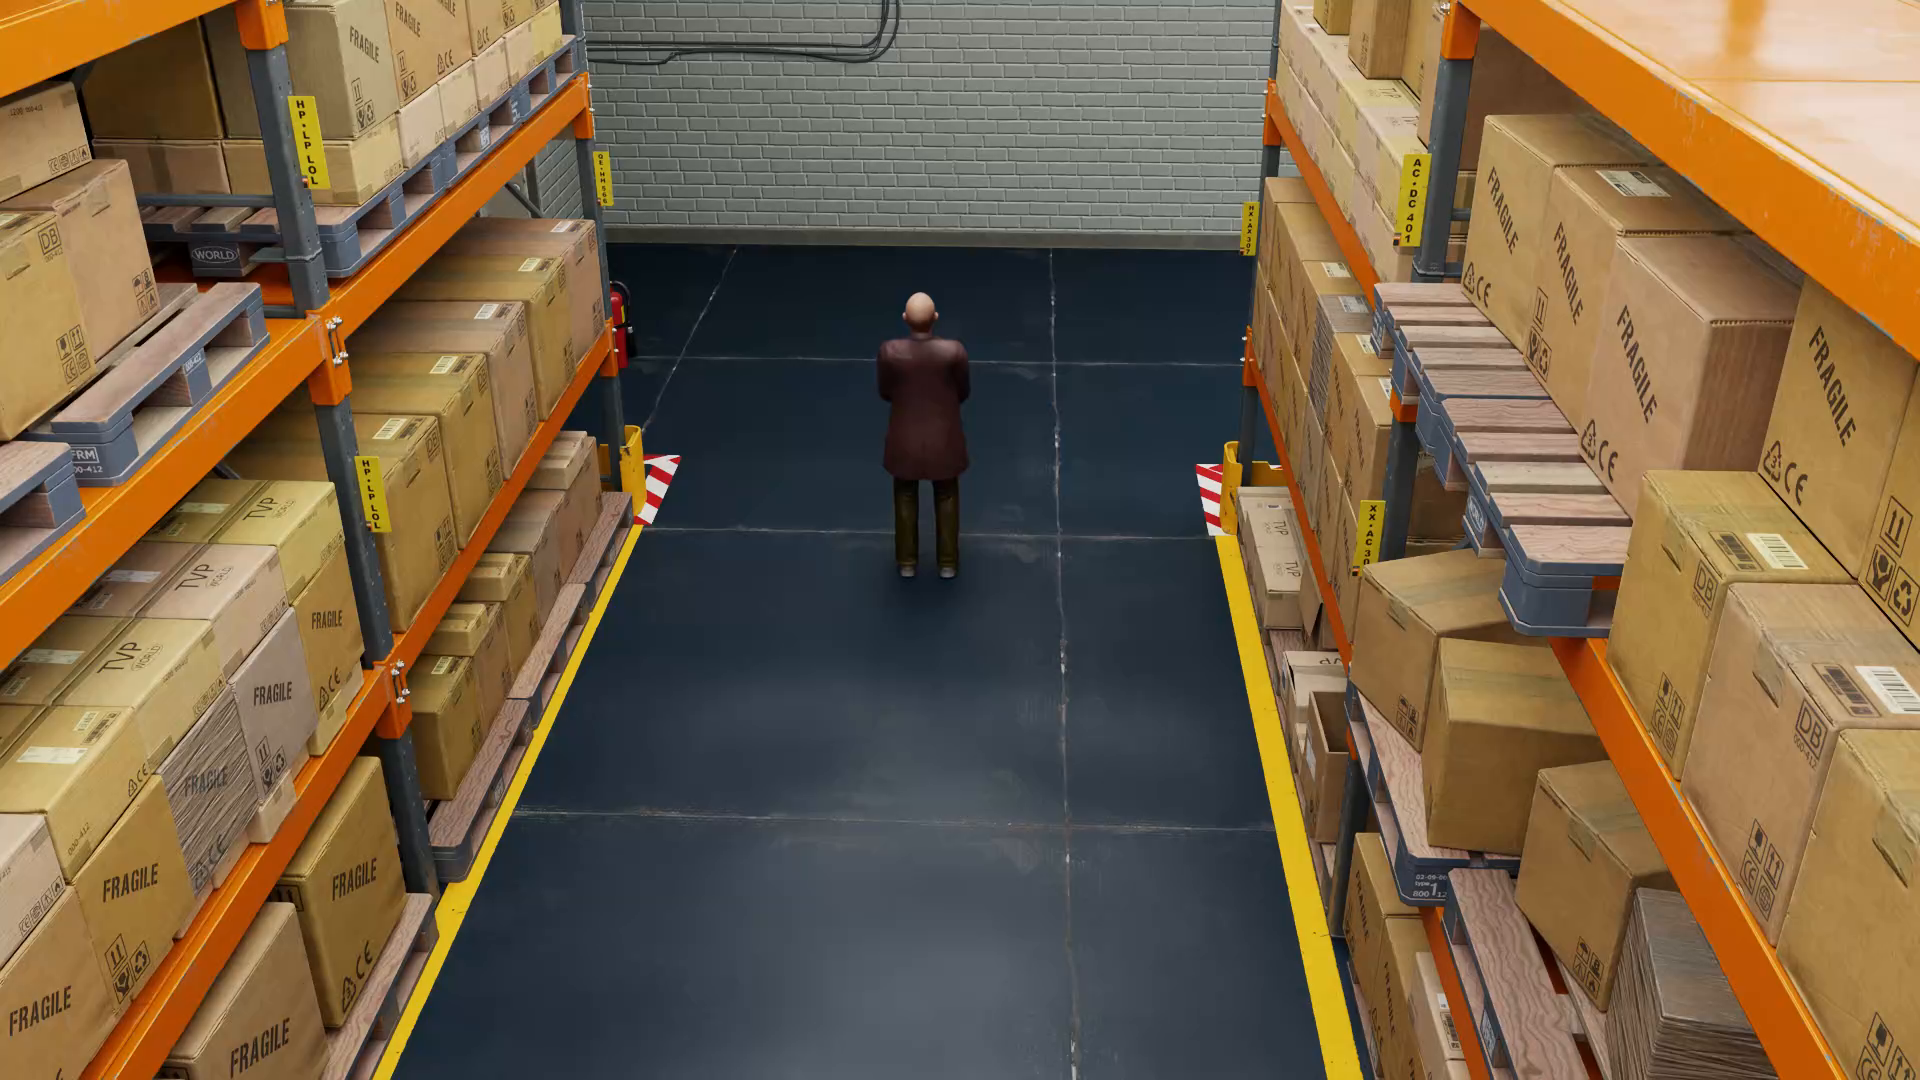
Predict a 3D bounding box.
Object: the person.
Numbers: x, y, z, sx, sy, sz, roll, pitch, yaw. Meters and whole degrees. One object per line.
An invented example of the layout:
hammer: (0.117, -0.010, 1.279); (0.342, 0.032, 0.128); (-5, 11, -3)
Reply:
person: (-0.204, -0.662, 9.898); (0.542, 1.779, 0.541); (1, 28, 2)
